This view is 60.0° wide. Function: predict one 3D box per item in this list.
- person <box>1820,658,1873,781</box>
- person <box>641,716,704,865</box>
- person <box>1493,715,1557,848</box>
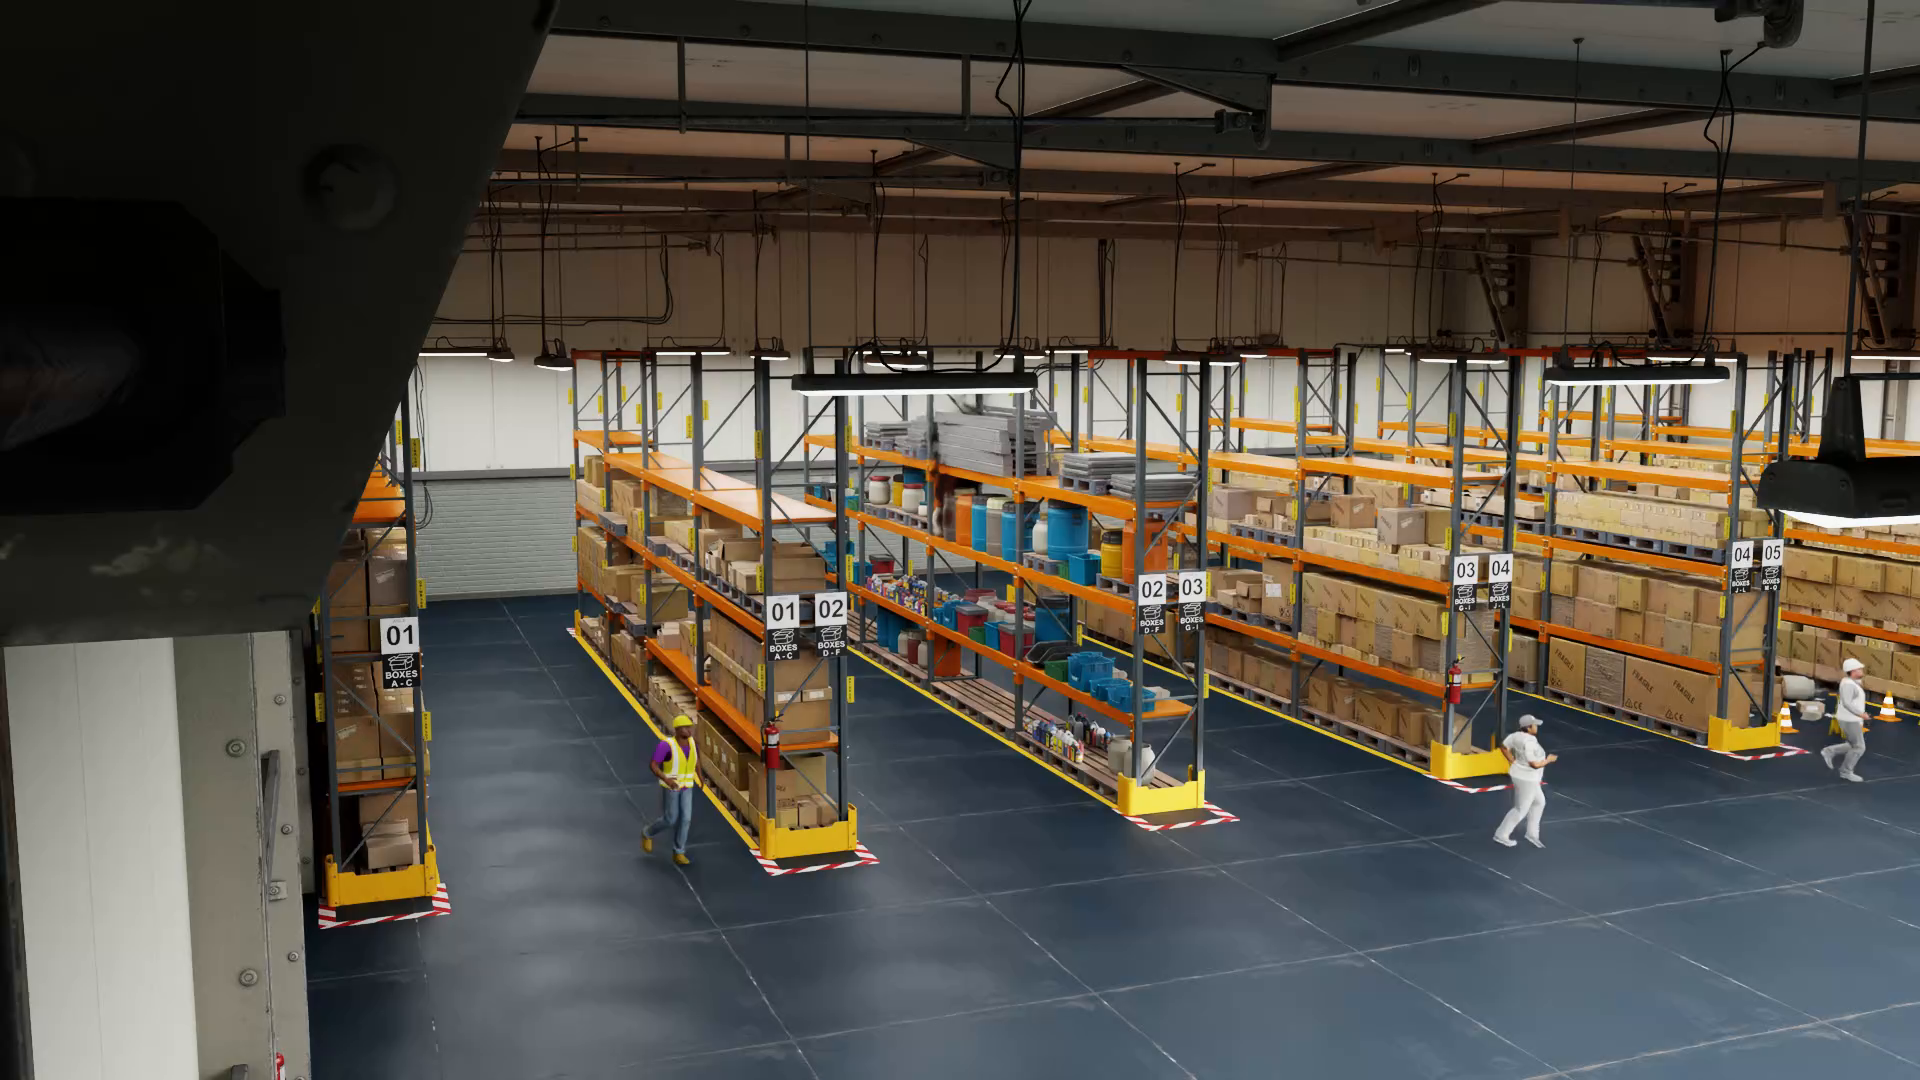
[{"bbox_3d":[12.639,2.544,23.689,0.617,1.739,0.704,3,8,26],"label":"person"},{"bbox_3d":[-3.410,2.975,20.134,0.786,1.736,0.753,7,10,43],"label":"person"},{"bbox_3d":[6.925,2.990,20.393,0.729,1.713,0.590,1,7,5],"label":"person"}]
